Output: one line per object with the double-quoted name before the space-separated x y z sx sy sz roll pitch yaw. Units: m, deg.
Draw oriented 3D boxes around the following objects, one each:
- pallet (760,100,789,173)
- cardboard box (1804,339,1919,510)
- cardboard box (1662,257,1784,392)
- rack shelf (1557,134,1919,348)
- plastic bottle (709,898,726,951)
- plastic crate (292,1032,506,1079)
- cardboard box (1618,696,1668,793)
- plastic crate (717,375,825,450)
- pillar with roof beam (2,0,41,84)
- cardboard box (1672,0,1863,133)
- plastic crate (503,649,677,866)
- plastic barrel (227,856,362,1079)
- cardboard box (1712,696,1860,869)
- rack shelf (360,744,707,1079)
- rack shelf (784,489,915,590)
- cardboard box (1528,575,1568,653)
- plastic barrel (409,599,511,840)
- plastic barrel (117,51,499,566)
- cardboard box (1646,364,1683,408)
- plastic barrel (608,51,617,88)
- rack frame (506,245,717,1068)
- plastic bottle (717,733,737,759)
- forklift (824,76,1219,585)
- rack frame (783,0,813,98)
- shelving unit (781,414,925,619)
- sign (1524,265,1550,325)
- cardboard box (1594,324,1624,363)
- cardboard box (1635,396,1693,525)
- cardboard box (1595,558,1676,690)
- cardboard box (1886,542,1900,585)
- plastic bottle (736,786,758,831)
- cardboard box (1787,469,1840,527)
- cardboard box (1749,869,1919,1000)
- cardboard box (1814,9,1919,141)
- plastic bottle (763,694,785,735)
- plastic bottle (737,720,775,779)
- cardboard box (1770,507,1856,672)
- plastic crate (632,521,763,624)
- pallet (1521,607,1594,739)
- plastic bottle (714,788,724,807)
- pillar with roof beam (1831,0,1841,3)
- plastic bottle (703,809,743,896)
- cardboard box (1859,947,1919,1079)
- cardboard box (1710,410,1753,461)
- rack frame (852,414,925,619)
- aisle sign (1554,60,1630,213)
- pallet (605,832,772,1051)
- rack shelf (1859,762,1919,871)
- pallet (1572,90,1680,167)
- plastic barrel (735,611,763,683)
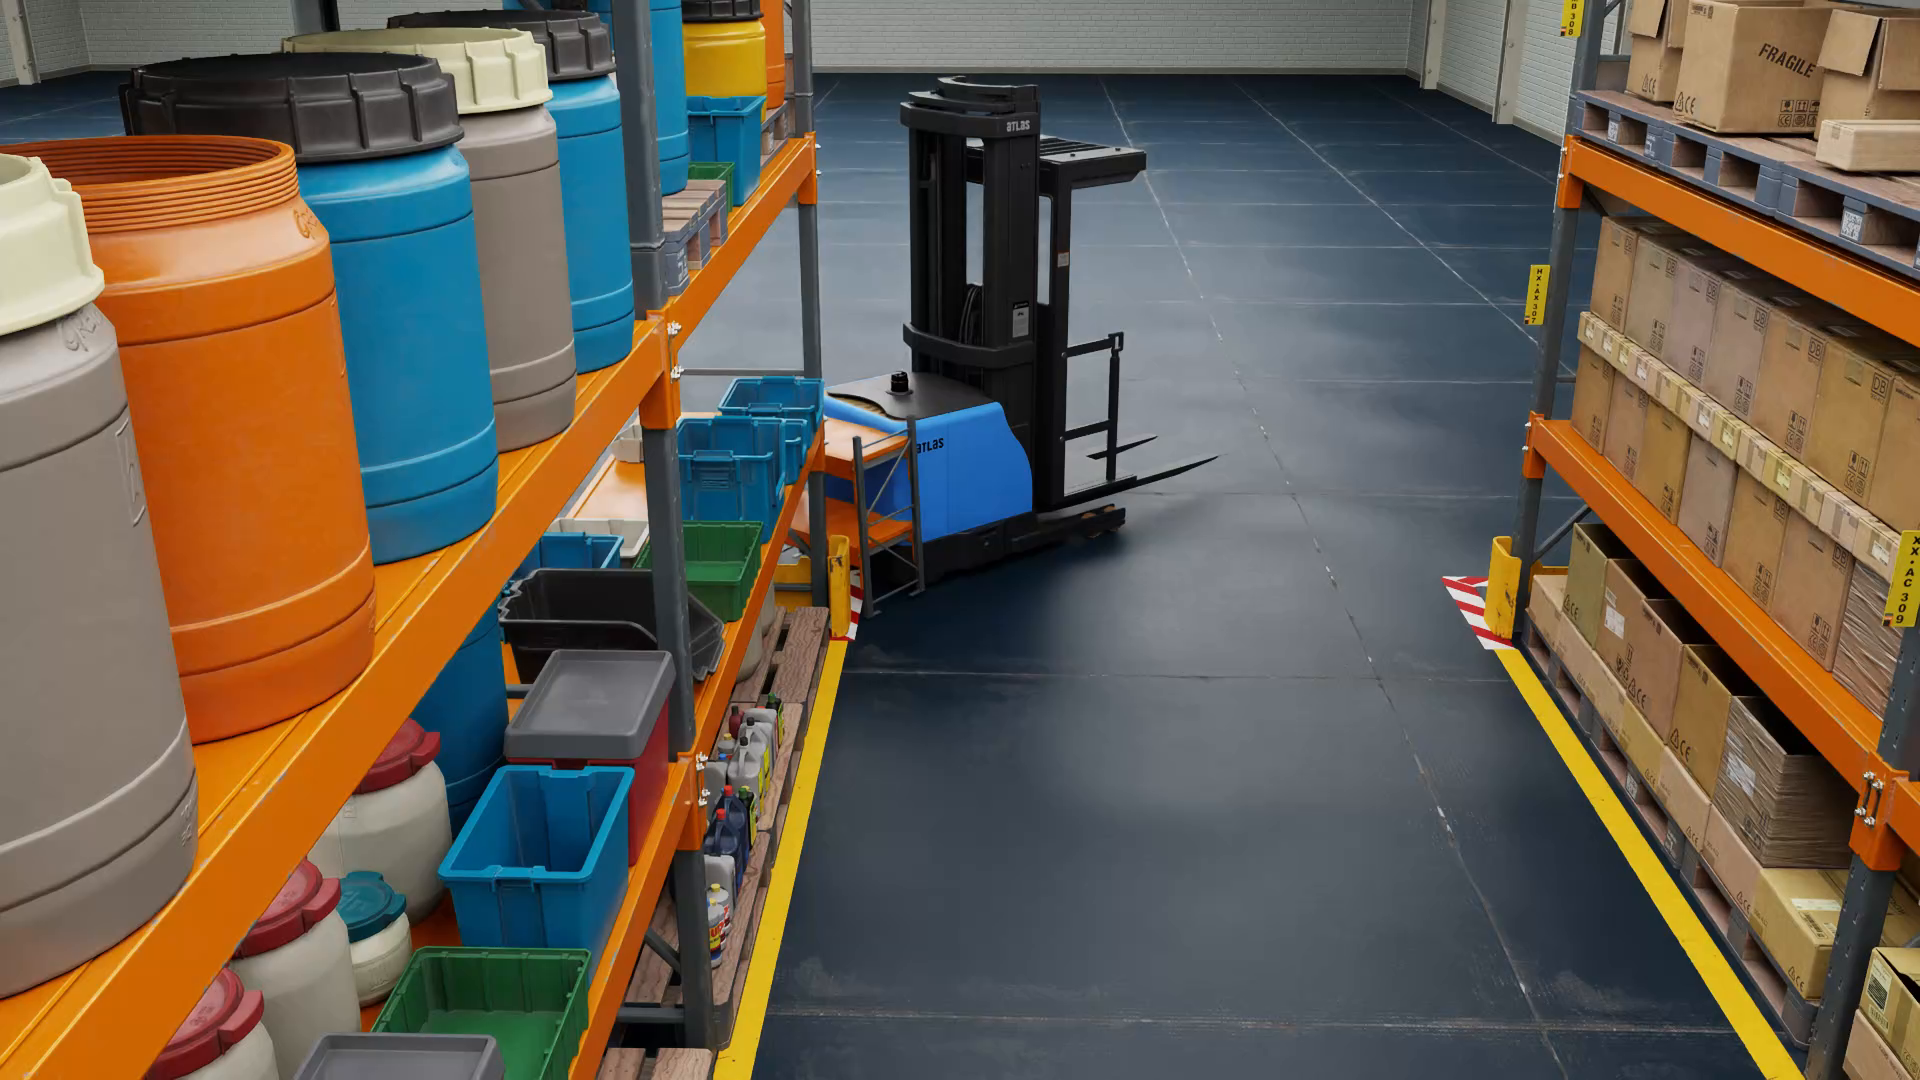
"pallet" -1.399 -1.944 8.008 1.003 0.211 1.213 1 21 2
"cardboard box" 3.574 -0.425 6.045 0.700 0.500 0.500 1 21 1
"cardboard box" 3.621 -0.967 7.444 0.700 0.500 0.500 1 21 2
"rack shelf" 3.614 -1.216 6.864 1.077 0.370 4.000 1 21 2
"plastic bottle" -0.947 1.467 6.363 0.097 0.201 0.097 0 21 0
"plastic crate" -1.165 1.350 3.315 0.402 0.464 0.583 1 21 2
"cardboard box" 3.388 0.944 7.671 0.500 0.250 0.500 1 21 2
"plastic crate" -0.993 -0.679 8.837 0.499 0.251 0.616 1 21 2
"pillar with roof beam" -16.801 -14.504 35.968 9.100 9.000 0.400 1 21 2
"cardboard box" 3.351 -1.985 6.939 0.500 0.500 0.500 1 21 2
"plastic crate" -1.107 0.663 5.086 0.402 0.464 0.583 1 21 2
"plastic barrel" -1.669 1.060 3.964 0.433 0.535 0.433 0 21 0
"cardboard box" 3.375 0.956 6.603 0.500 0.500 0.500 1 21 2
"rack shelf" -1.459 1.573 3.824 1.077 0.370 4.000 1 21 2
"rack shelf" -0.787 -0.024 10.159 1.000 0.278 0.538 16 29 38
"cardboard box" 3.436 0.401 9.069 0.500 0.250 0.500 1 21 2
"plastic barrel" -1.713 0.417 5.115 0.600 0.901 0.708 1 21 2
"plastic barrel" -1.237 -0.459 3.225 0.600 0.901 0.708 1 21 2
"cardboard box" 3.417 -0.712 7.684 0.380 0.149 0.250 0 21 0
"plastic barrel" -1.189 -1.286 5.314 0.421 0.512 0.421 0 21 0
"rack frame" -1.398 0.514 5.557 1.000 3.000 0.127 1 21 2
"plastic bottle" -1.059 0.983 7.610 0.097 0.201 0.097 0 21 0
"forklift" 0.486 -1.511 10.872 3.031 2.935 1.130 -17 27 -36
"rack frame" -1.277 -3.729 8.199 1.000 3.000 0.127 1 21 2
"shelving unit" -0.797 -0.250 10.065 1.048 1.125 0.538 16 29 38
"sign" 3.120 -1.325 8.991 0.100 0.325 0.005 1 21 2
"cardboard box" 3.442 -0.990 8.399 0.380 0.149 0.250 0 21 0
"cardboard box" 3.615 -0.385 7.736 0.700 0.500 0.500 1 21 2
"cardboard box" 3.420 0.413 8.001 0.500 0.500 0.500 1 21 2
"cardboard box" 3.347 0.120 5.537 0.380 0.149 0.250 1 21 2
"plastic bottle" -0.921 1.156 7.163 0.097 0.201 0.097 0 21 0
"cardboard box" 3.369 -0.159 6.256 0.380 0.149 0.250 1 21 2
"cardboard box" 3.348 1.486 6.273 0.500 0.250 0.500 1 21 2
"cardboard box" 3.729 -1.732 6.282 0.797 0.503 0.637 3 21 8
"plastic bottle" -0.894 0.836 7.987 0.097 0.201 0.097 0 21 0
"plastic bottle" -0.934 0.942 7.610 0.152 0.276 0.135 0 21 0
"cardboard box" 3.569 0.172 6.300 0.700 0.500 0.500 0 21 1
"plastic crate" -1.075 0.125 6.852 0.450 0.188 0.662 1 21 2
"pallet" 3.693 0.701 8.931 1.003 0.211 1.213 1 21 2
"plastic bottle" -0.986 1.172 7.025 0.097 0.271 0.097 0 21 0
"pillar with roof beam" 5.531 -7.743 18.546 9.100 9.000 0.400 1 21 2
"plastic bottle" -0.959 1.257 6.697 0.144 0.351 0.185 1 21 3
"cardboard box" 3.291 1.541 5.355 0.500 0.311 0.500 1 21 2
"cardboard box" 3.392 -0.435 6.968 0.380 0.149 0.250 1 21 3
"rack frame" -0.411 -0.138 9.754 0.032 1.125 0.500 16 29 38
"aisle sign" 3.370 -2.115 8.740 0.394 0.787 0.004 1 21 2
"pallet" -1.336 1.572 6.686 1.003 0.211 1.213 1 21 2
"rack shelf" 3.492 1.629 3.680 1.077 0.370 4.000 1 21 2
"pallet" 3.627 -1.978 7.956 1.003 0.211 1.213 1 21 2
"plastic barrel" -1.235 0.452 8.576 0.421 0.512 0.421 0 21 0
